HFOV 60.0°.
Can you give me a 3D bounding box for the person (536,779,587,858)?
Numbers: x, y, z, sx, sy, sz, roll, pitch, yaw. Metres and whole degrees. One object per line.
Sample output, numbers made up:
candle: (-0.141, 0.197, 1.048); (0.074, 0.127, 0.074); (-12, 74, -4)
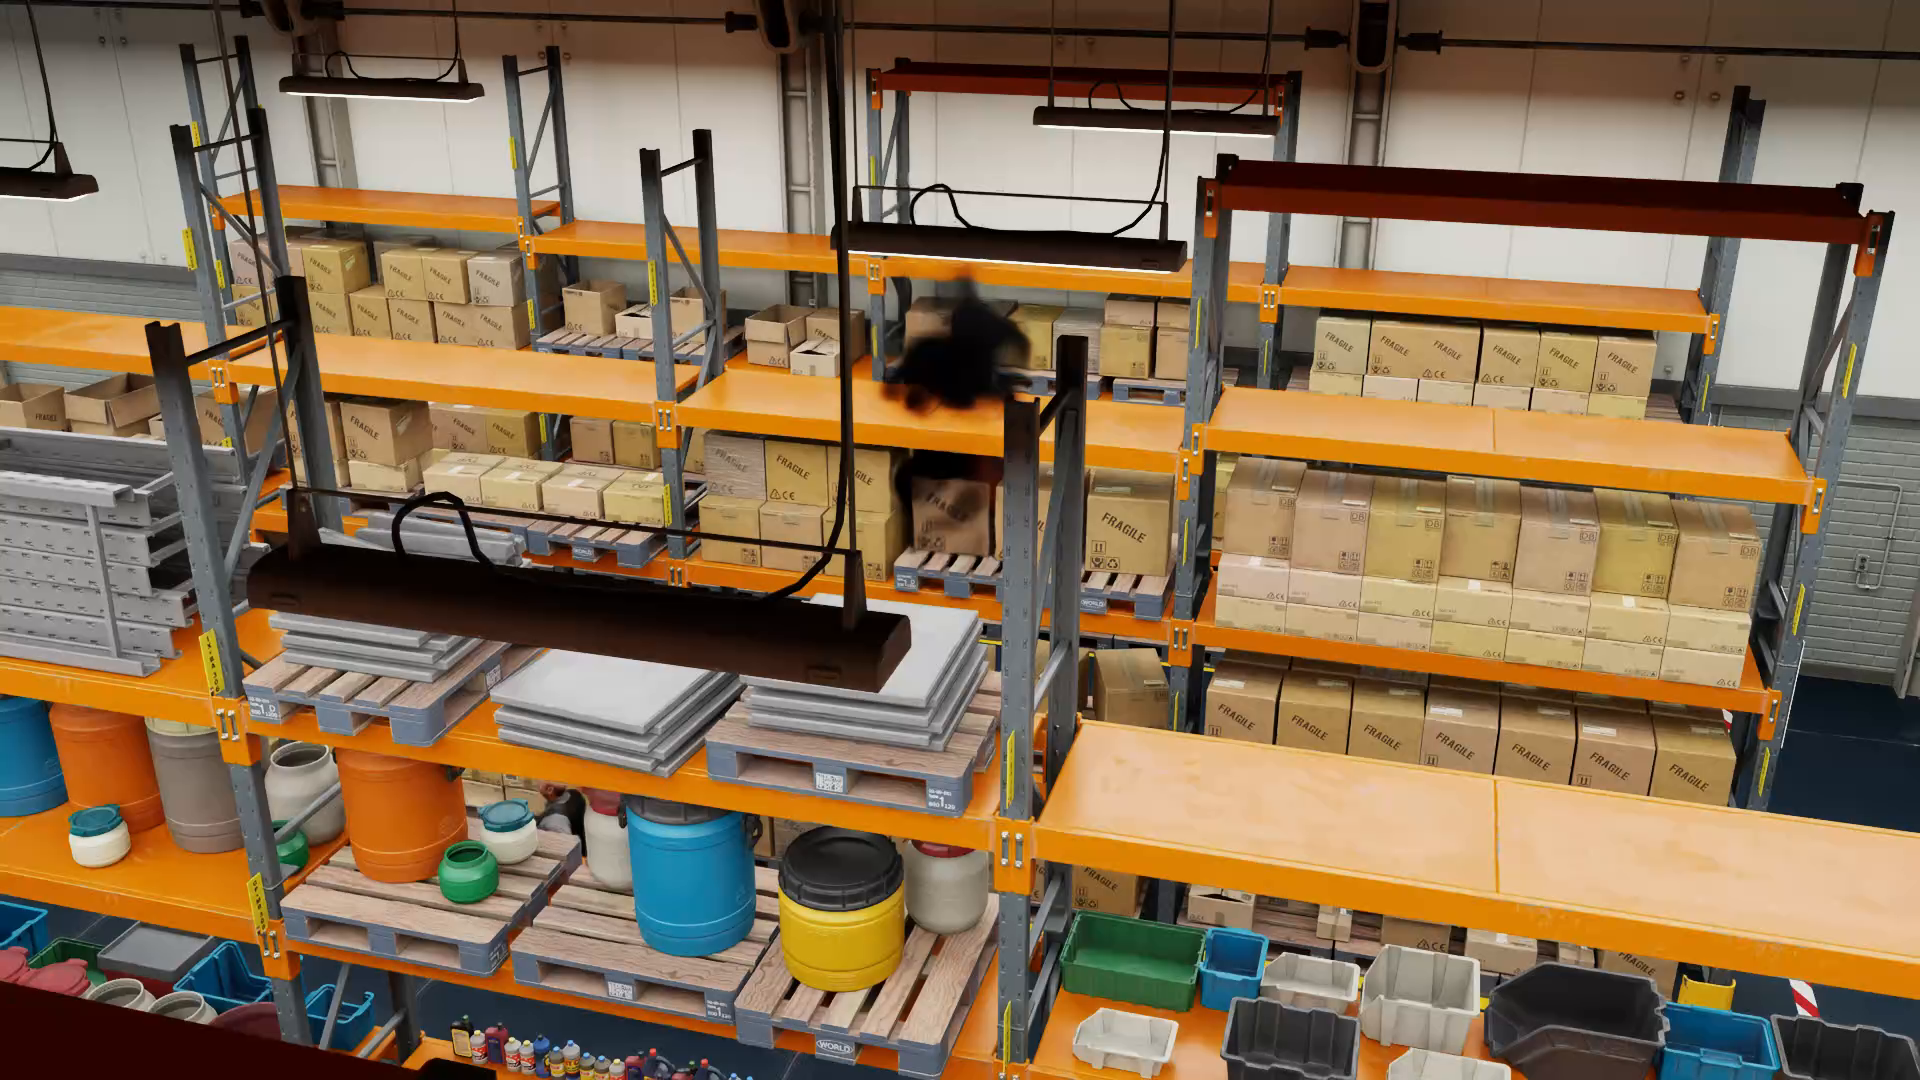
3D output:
person: (-2.885, 2.446, 11.989); (0.693, 1.799, 0.685); (5, 23, 13)
